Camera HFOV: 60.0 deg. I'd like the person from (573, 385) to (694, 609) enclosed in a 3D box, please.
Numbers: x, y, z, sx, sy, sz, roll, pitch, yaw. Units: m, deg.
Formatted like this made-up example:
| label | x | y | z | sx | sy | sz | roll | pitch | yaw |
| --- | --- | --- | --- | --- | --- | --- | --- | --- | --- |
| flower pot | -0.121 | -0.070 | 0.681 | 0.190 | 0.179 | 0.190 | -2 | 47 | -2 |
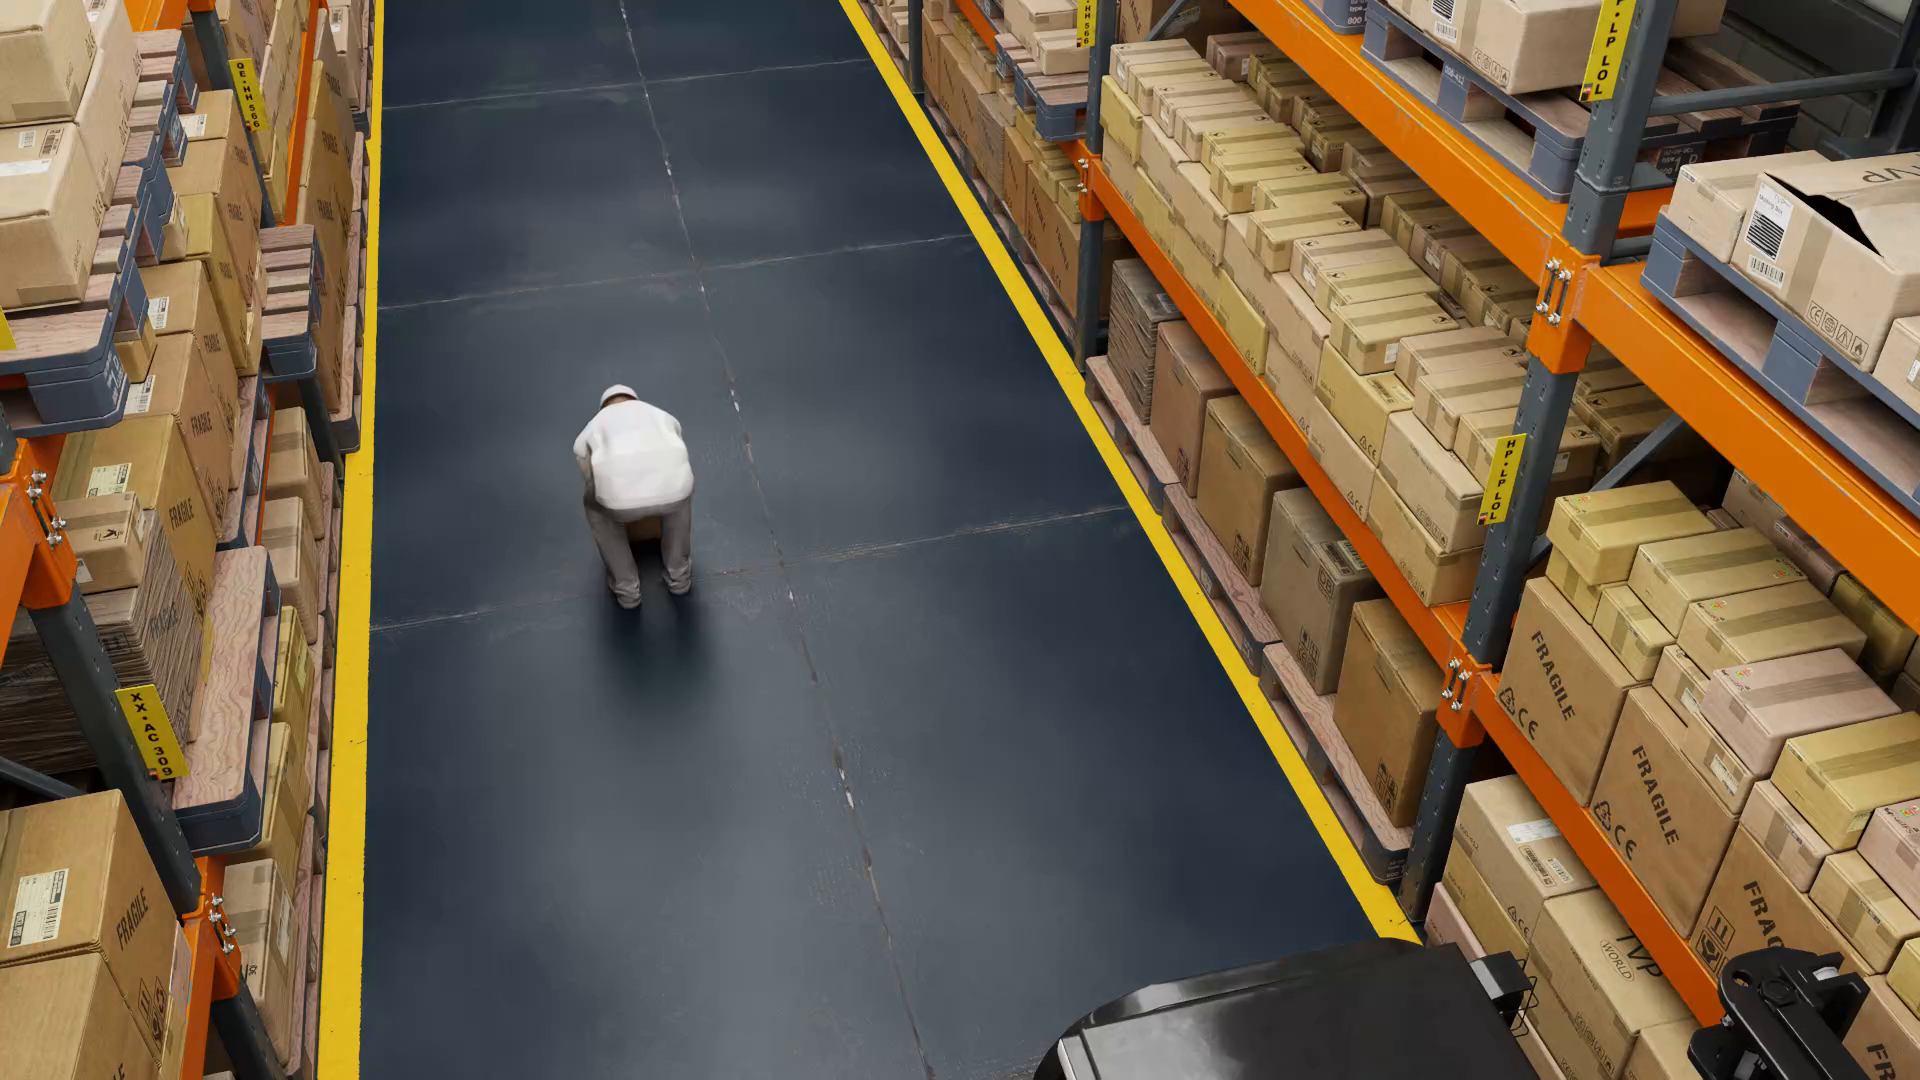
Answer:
| label | x | y | z | sx | sy | sz | roll | pitch | yaw |
| --- | --- | --- | --- | --- | --- | --- | --- | --- | --- |
| person | -1.495 | -0.236 | 7.695 | 0.501 | 0.915 | 0.976 | -11 | 39 | -14 |
